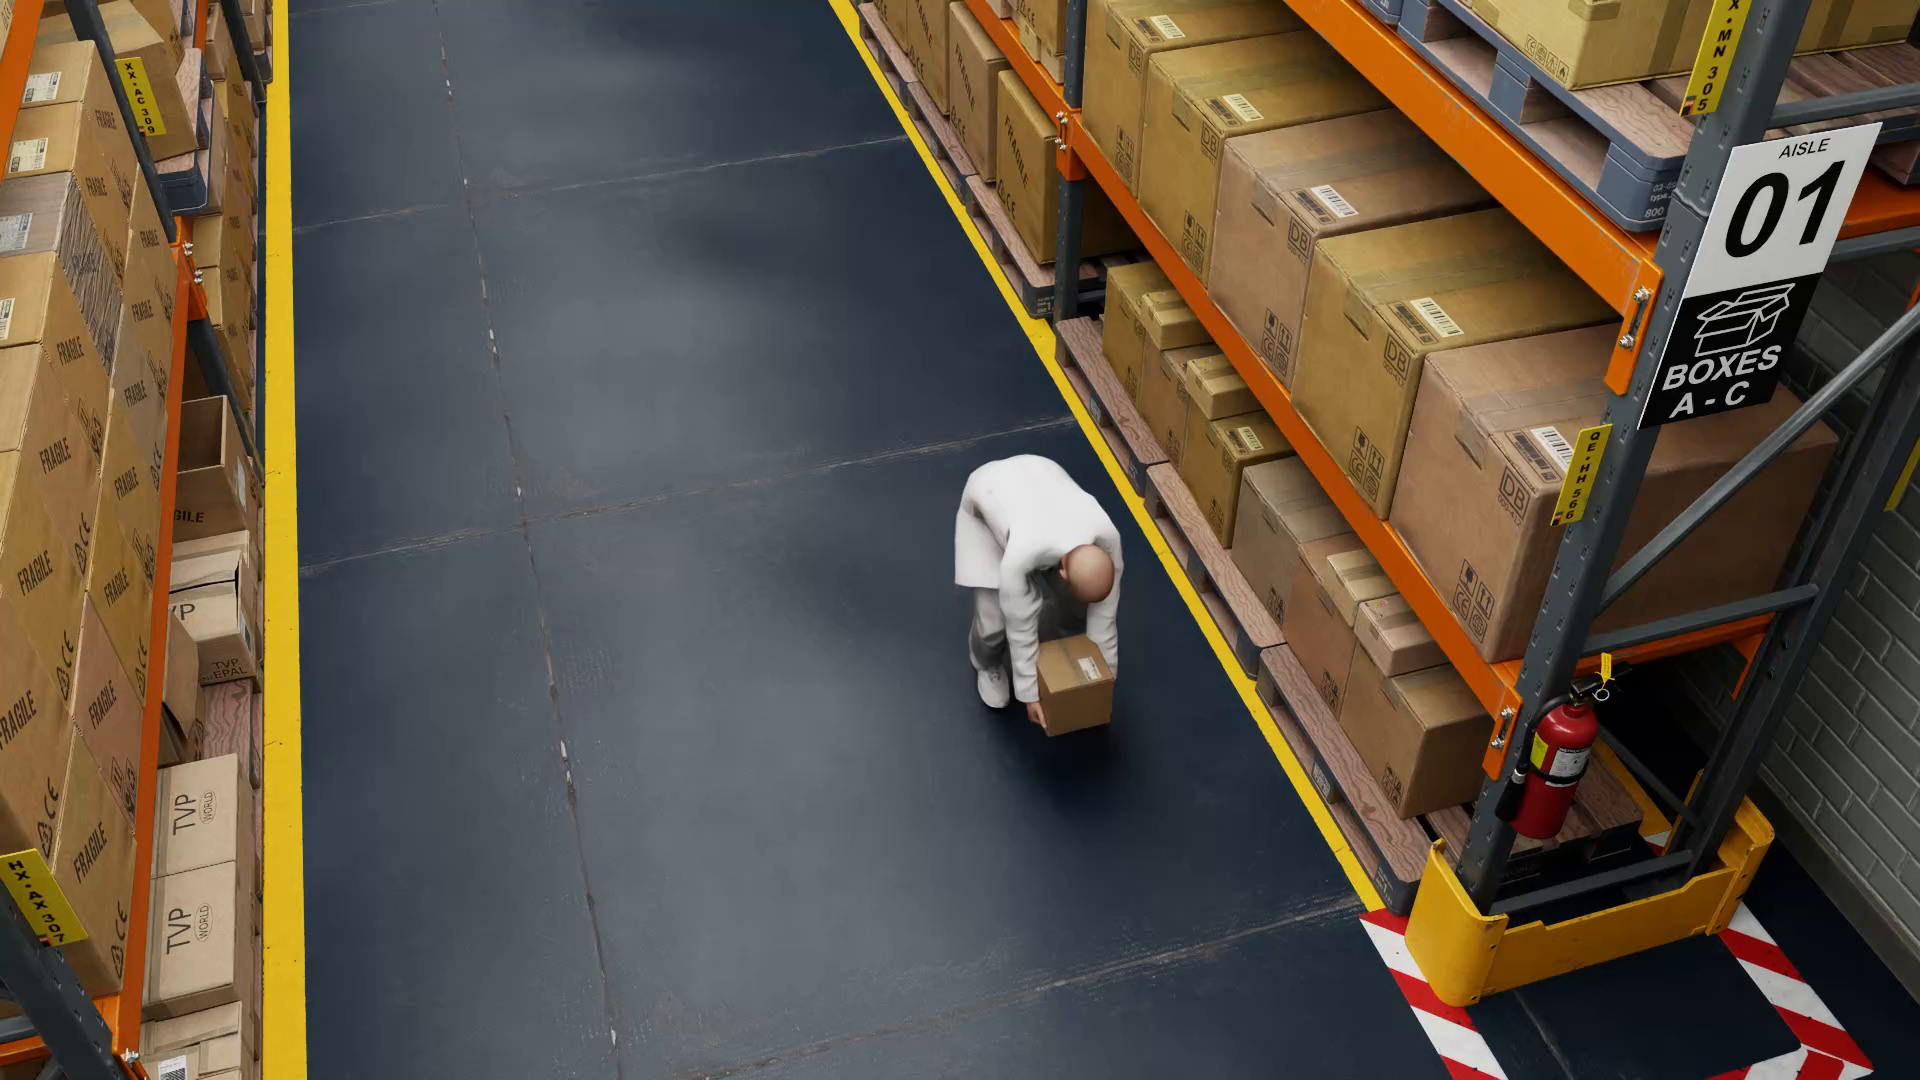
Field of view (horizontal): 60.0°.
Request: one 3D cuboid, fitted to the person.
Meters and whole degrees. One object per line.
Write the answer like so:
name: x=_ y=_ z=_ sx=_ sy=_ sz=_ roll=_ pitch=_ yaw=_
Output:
person: x=0.311 y=0.241 z=6.383 sx=0.586 sy=1.136 sz=0.938 roll=-14 pitch=44 yaw=-15
